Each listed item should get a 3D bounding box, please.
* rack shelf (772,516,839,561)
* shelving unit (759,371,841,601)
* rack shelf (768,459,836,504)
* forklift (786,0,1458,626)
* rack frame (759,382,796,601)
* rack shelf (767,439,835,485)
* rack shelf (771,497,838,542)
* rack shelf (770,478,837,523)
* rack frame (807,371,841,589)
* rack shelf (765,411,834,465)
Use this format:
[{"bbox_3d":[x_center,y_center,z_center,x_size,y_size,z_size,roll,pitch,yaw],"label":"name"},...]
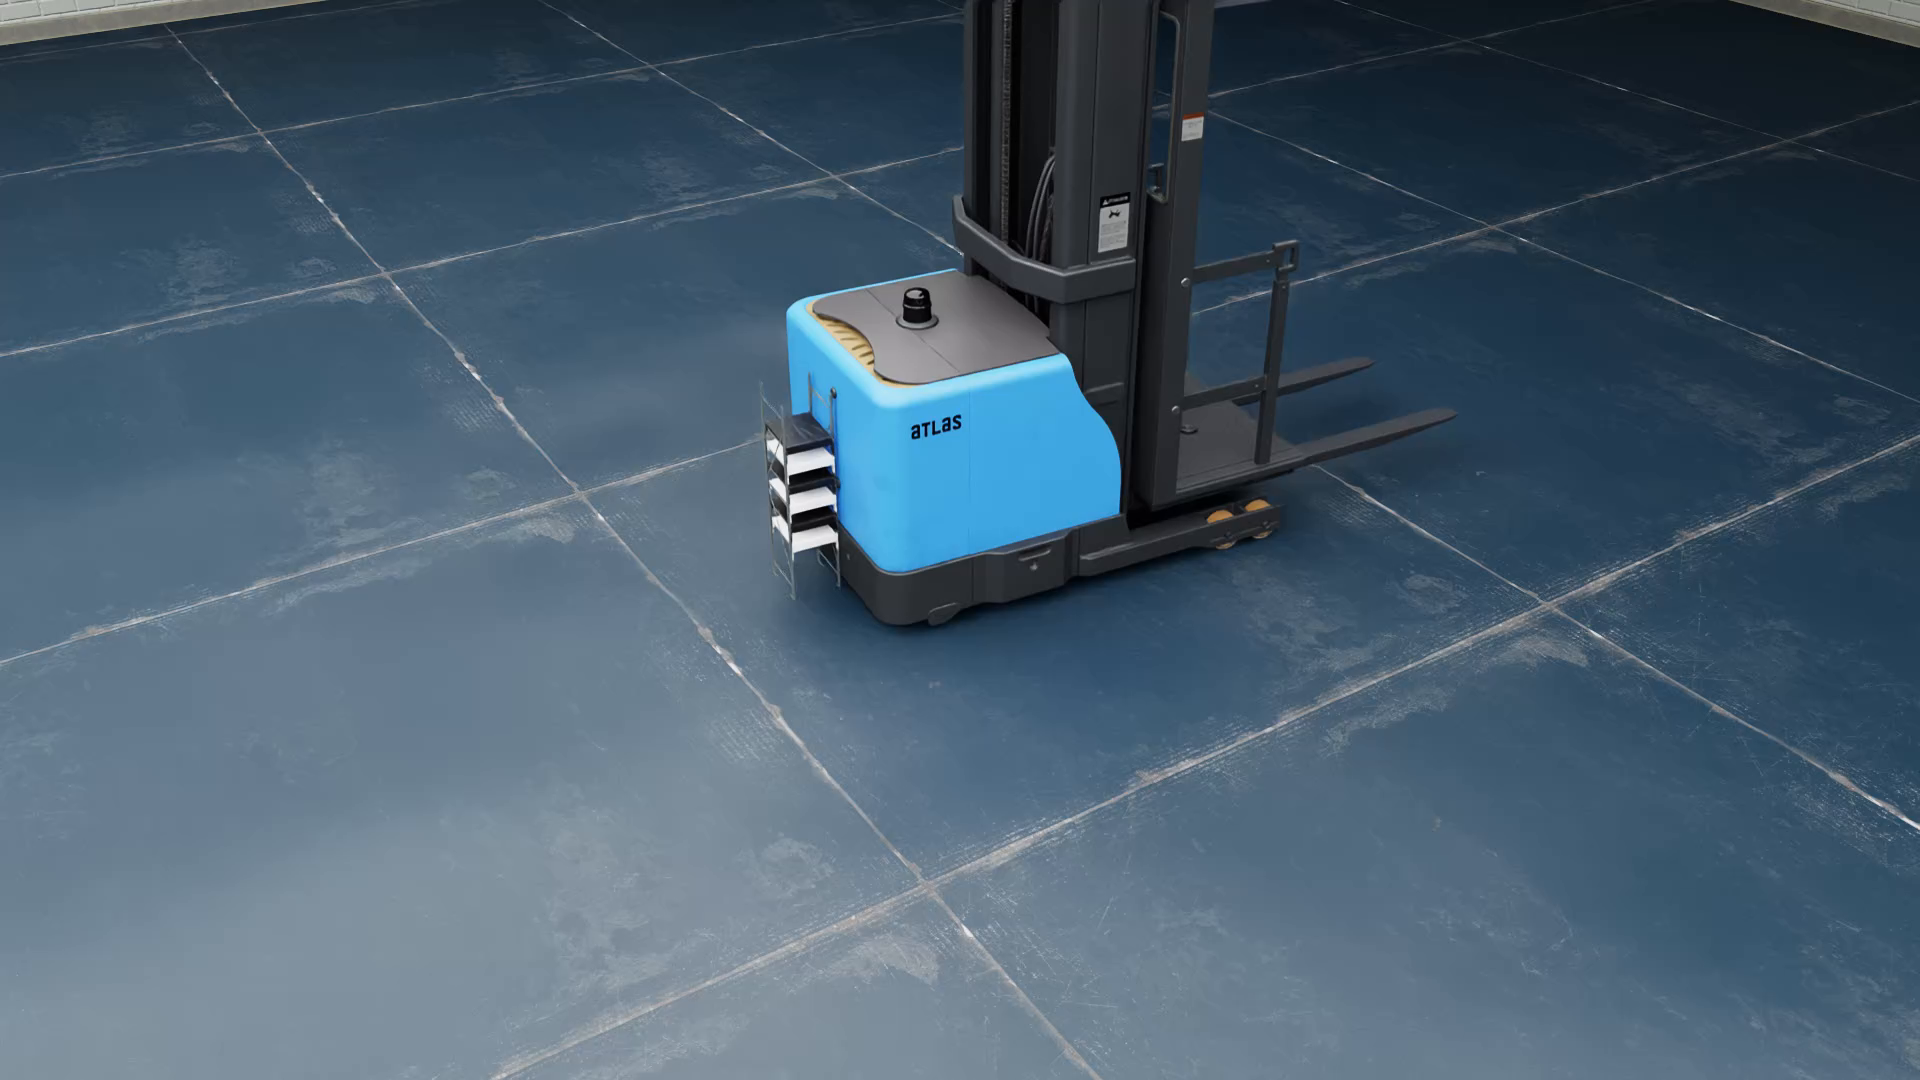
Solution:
[{"bbox_3d":[-0.643,-0.029,6.853,0.200,0.077,0.258,-15,35,-22],"label":"rack shelf"},{"bbox_3d":[-0.643,-0.210,6.739,0.210,0.900,0.258,-15,35,-22],"label":"shelving unit"},{"bbox_3d":[-0.643,-0.258,6.709,0.200,0.077,0.258,-15,35,-22],"label":"rack shelf"},{"bbox_3d":[0.828,-1.436,6.779,3.031,2.935,1.130,-15,35,-22],"label":"forklift"},{"bbox_3d":[-0.733,-0.185,6.700,0.006,0.900,0.240,-15,35,-22],"label":"rack frame"},{"bbox_3d":[-0.643,-0.334,6.661,0.200,0.077,0.258,-15,35,-22],"label":"rack shelf"},{"bbox_3d":[-0.643,-0.105,6.805,0.200,0.077,0.258,-15,35,-22],"label":"rack shelf"},{"bbox_3d":[-0.643,-0.181,6.757,0.200,0.077,0.258,-15,35,-22],"label":"rack shelf"},{"bbox_3d":[-0.552,-0.234,6.778,0.006,0.900,0.240,-15,35,-22],"label":"rack frame"},{"bbox_3d":[-0.643,-0.410,6.613,0.200,0.077,0.258,-15,35,-22],"label":"rack shelf"}]
